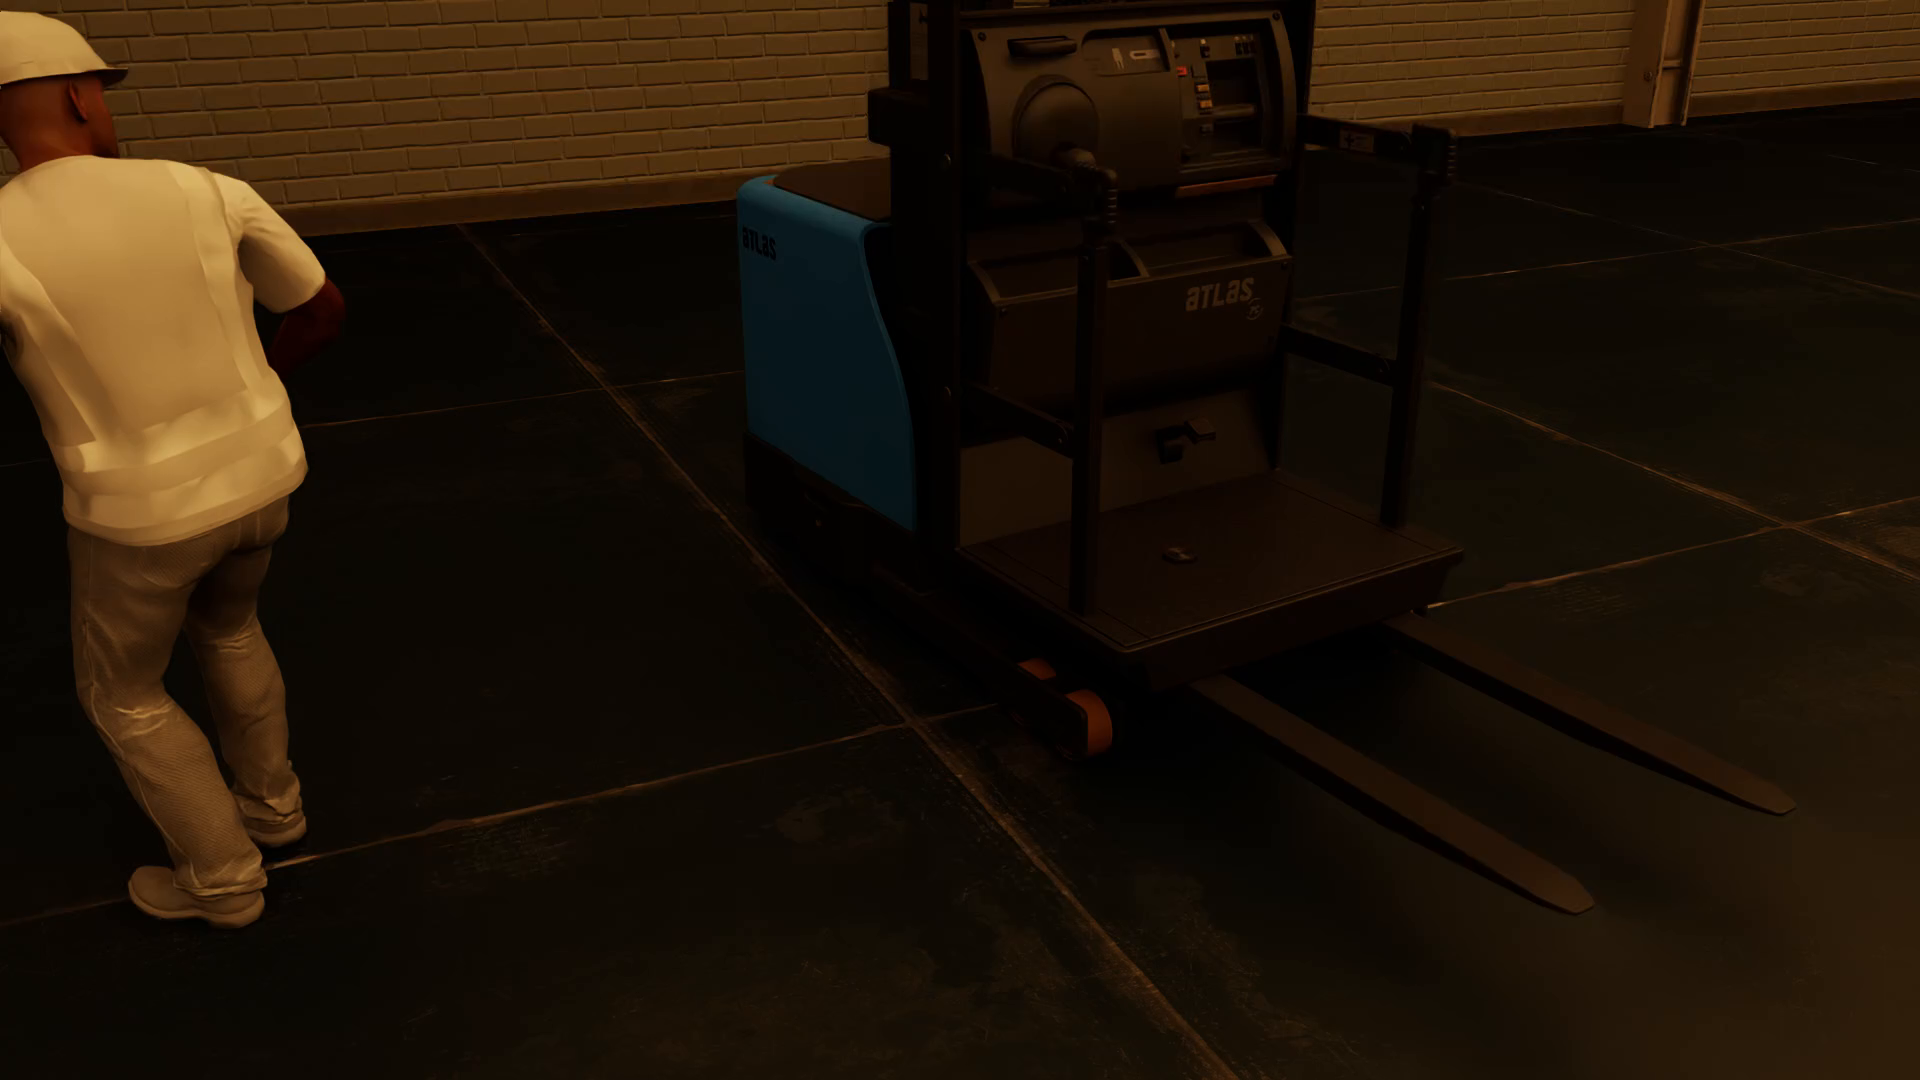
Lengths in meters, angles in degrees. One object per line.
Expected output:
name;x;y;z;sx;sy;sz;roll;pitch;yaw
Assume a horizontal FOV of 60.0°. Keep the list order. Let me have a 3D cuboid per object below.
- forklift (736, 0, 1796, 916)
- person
forklift;0.549;-1.045;3.801;1.130;2.935;3.031;-14;26;-30
person;-1.547;-0.093;3.109;0.516;1.718;0.791;16;27;33
